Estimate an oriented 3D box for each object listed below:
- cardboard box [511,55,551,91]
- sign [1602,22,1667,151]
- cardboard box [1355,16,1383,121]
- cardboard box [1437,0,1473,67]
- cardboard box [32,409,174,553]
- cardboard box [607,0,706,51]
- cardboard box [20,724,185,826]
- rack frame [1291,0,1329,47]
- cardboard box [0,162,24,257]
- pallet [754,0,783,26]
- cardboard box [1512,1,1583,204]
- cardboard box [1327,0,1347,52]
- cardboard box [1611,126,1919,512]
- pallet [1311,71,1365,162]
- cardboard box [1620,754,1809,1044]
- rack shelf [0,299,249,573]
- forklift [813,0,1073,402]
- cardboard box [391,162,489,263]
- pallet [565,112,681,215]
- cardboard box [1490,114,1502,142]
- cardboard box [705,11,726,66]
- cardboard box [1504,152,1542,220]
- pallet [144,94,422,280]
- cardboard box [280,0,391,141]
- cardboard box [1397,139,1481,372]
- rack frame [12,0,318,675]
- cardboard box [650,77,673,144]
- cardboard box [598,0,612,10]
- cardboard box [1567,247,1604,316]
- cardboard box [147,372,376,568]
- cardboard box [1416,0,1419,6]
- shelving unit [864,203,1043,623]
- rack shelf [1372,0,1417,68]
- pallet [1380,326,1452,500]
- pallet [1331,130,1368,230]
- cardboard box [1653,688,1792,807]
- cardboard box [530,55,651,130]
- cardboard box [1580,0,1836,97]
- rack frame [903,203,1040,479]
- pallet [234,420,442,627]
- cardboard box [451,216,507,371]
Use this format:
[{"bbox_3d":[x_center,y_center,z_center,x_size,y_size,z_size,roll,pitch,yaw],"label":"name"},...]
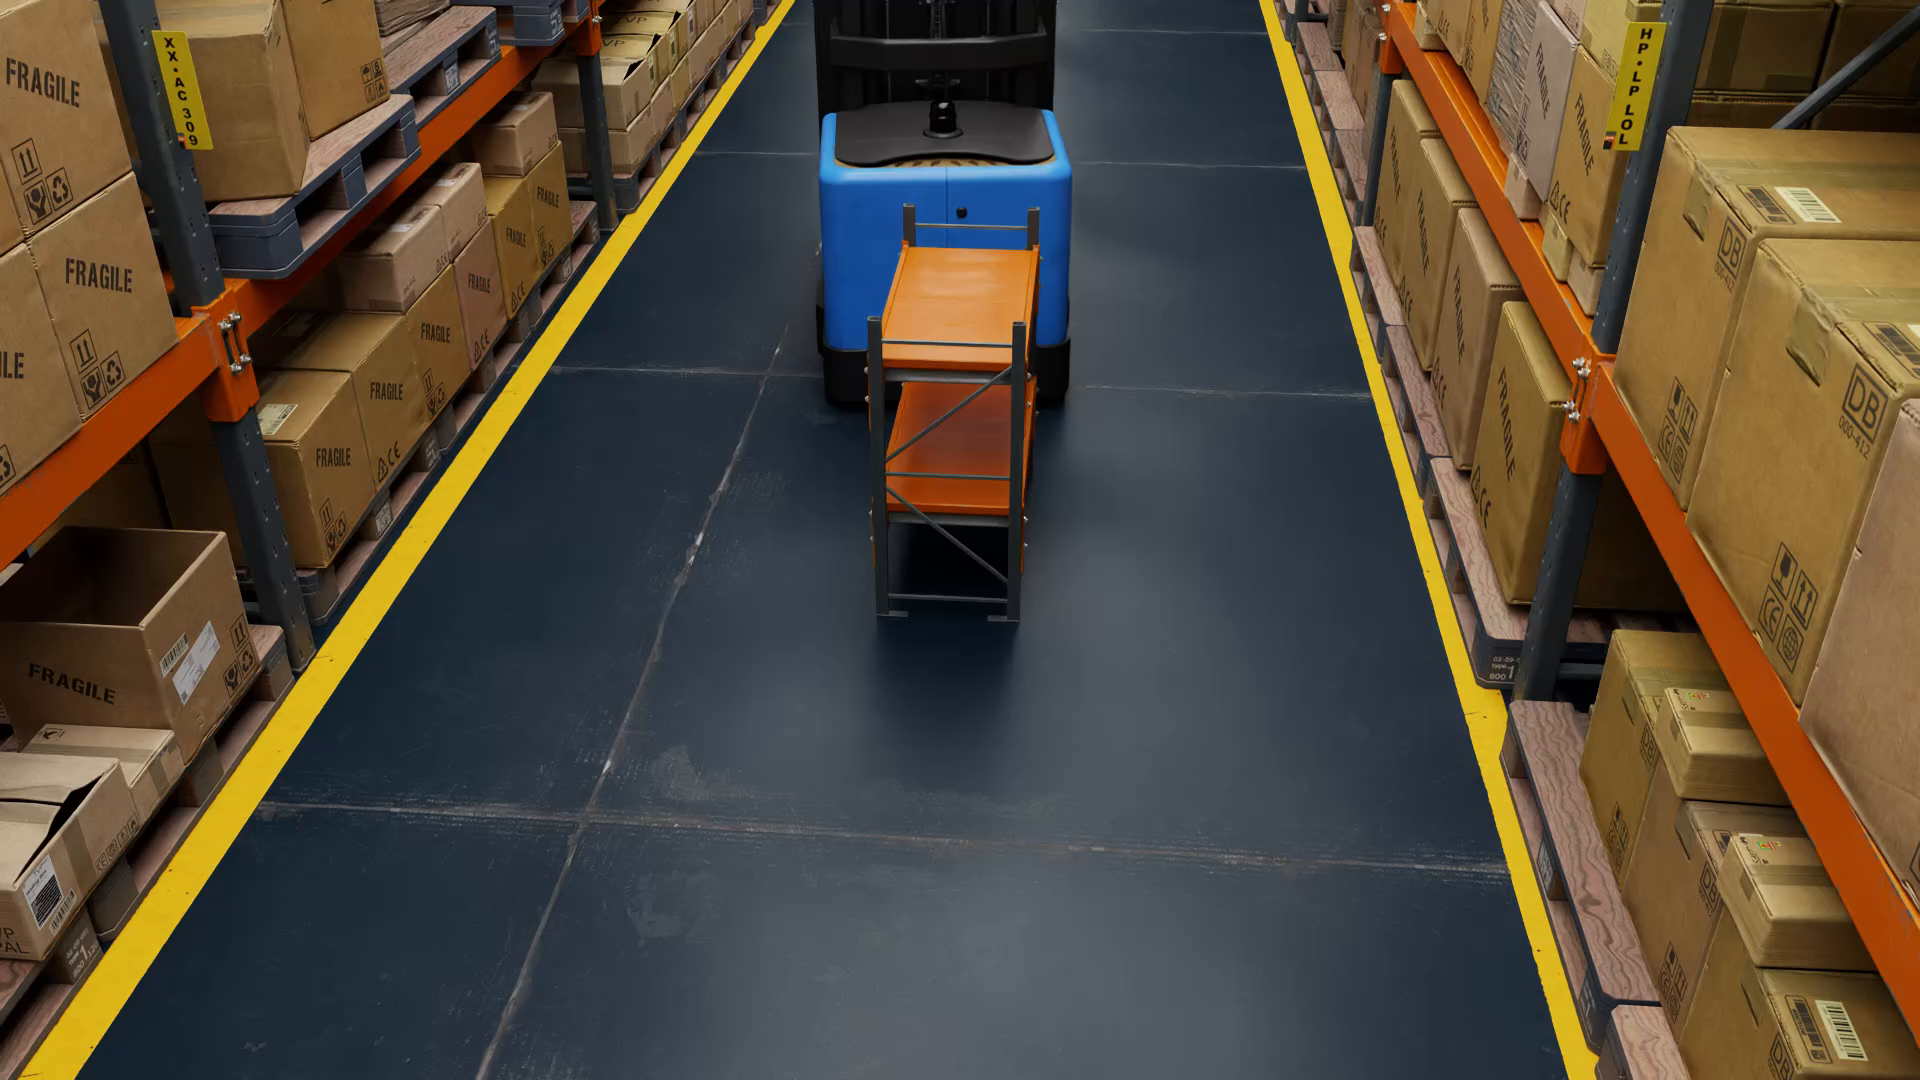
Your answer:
[{"bbox_3d":[-2.556,-2.506,9.143,0.500,0.311,0.500,3,32,5],"label":"cardboard box"},{"bbox_3d":[1.717,-1.151,4.230,0.100,0.325,0.005,2,32,4],"label":"sign"},{"bbox_3d":[2.761,-2.792,9.885,0.700,0.500,0.500,2,32,4],"label":"cardboard box"},{"bbox_3d":[2.197,-2.167,6.509,0.500,0.500,0.500,2,32,4],"label":"cardboard box"},{"bbox_3d":[-2.924,-0.276,5.803,0.500,0.500,0.500,2,32,4],"label":"cardboard box"},{"bbox_3d":[-1.898,-3.293,10.421,0.500,0.311,0.500,2,32,3],"label":"cardboard box"},{"bbox_3d":[-2.413,0.652,4.631,0.380,0.149,0.250,2,32,4],"label":"cardboard box"},{"bbox_3d":[2.910,-4.857,11.272,1.000,3.000,0.127,2,32,4],"label":"rack frame"},{"bbox_3d":[-2.501,-0.808,3.653,0.500,0.500,0.500,2,32,3],"label":"cardboard box"},{"bbox_3d":[-1.921,-4.293,13.015,1.003,0.211,1.213,2,32,4],"label":"pallet"},{"bbox_3d":[2.077,-1.370,5.217,0.500,0.500,0.500,3,32,4],"label":"cardboard box"},{"bbox_3d":[2.867,-3.594,11.186,0.700,0.500,0.500,3,32,6],"label":"cardboard box"},{"bbox_3d":[2.199,-0.518,3.946,0.980,0.700,0.700,3,32,5],"label":"cardboard box"},{"bbox_3d":[2.752,-2.623,10.304,1.003,0.211,1.213,2,32,4],"label":"pallet"},{"bbox_3d":[2.052,0.861,3.976,0.700,0.500,0.500,2,32,3],"label":"cardboard box"},{"bbox_3d":[-2.841,0.469,3.316,1.077,0.370,4.000,2,32,4],"label":"rack shelf"},{"bbox_3d":[-0.125,-2.576,7.636,1.130,2.935,3.031,-1,32,-2],"label":"forklift"},{"bbox_3d":[-2.274,-1.353,6.835,0.500,0.250,0.500,2,32,3],"label":"cardboard box"},{"bbox_3d":[-2.247,-2.216,9.645,1.003,0.211,1.213,2,32,4],"label":"pallet"},{"bbox_3d":[2.185,-1.565,6.150,0.380,0.149,0.250,3,32,6],"label":"cardboard box"},{"bbox_3d":[-1.856,-3.313,10.988,0.500,0.250,0.500,3,32,5],"label":"cardboard box"},{"bbox_3d":[2.030,-1.171,5.511,0.380,0.149,0.250,2,32,4],"label":"cardboard box"},{"bbox_3d":[-2.505,-1.214,5.545,1.003,0.211,1.213,2,32,4],"label":"pallet"},{"bbox_3d":[-2.424,-1.705,5.662,0.700,0.500,0.500,7,32,12],"label":"cardboard box"},{"bbox_3d":[2.316,-1.192,6.974,0.750,0.750,0.750,2,32,4],"label":"cardboard box"},{"bbox_3d":[-2.678,-0.883,4.824,1.000,3.000,0.127,2,32,4],"label":"rack frame"},{"bbox_3d":[-1.977,-2.507,9.680,0.500,0.250,0.500,2,32,3],"label":"cardboard box"},{"bbox_3d":[-2.433,-3.304,10.438,0.500,0.311,0.500,3,32,5],"label":"cardboard box"},{"bbox_3d":[2.004,-0.764,4.851,0.380,0.149,0.250,3,32,4],"label":"cardboard box"},{"bbox_3d":[-2.396,-0.249,5.758,0.500,0.500,0.500,1,32,2],"label":"cardboard box"},{"bbox_3d":[2.327,-2.504,7.675,0.380,0.149,0.250,2,32,3],"label":"cardboard box"},{"bbox_3d":[-0.001,-0.475,5.949,0.538,1.125,1.048,2,32,4],"label":"shelving unit"},{"bbox_3d":[2.748,-3.505,9.763,1.077,0.370,4.000,2,32,4],"label":"rack shelf"},{"bbox_3d":[2.344,-0.533,6.913,1.003,0.211,1.213,2,32,4],"label":"pallet"},{"bbox_3d":[2.650,-1.986,9.272,1.003,0.211,1.213,2,32,4],"label":"pallet"},{"bbox_3d":[1.886,0.494,3.954,0.380,0.149,0.250,3,32,6],"label":"cardboard box"},{"bbox_3d":[-2.017,-2.483,9.106,0.500,0.311,0.500,3,32,6],"label":"cardboard box"},{"bbox_3d":[2.042,-1.425,4.591,0.500,0.250,0.500,3,32,5],"label":"cardboard box"},{"bbox_3d":[0.041,-0.741,6.380,0.500,1.125,0.032,2,32,4],"label":"rack frame"},{"bbox_3d":[-2.650,-0.123,6.248,1.003,0.211,1.213,2,32,4],"label":"pallet"},{"bbox_3d":[-2.274,-1.053,7.064,0.500,0.500,0.500,1,32,2],"label":"cardboard box"}]
